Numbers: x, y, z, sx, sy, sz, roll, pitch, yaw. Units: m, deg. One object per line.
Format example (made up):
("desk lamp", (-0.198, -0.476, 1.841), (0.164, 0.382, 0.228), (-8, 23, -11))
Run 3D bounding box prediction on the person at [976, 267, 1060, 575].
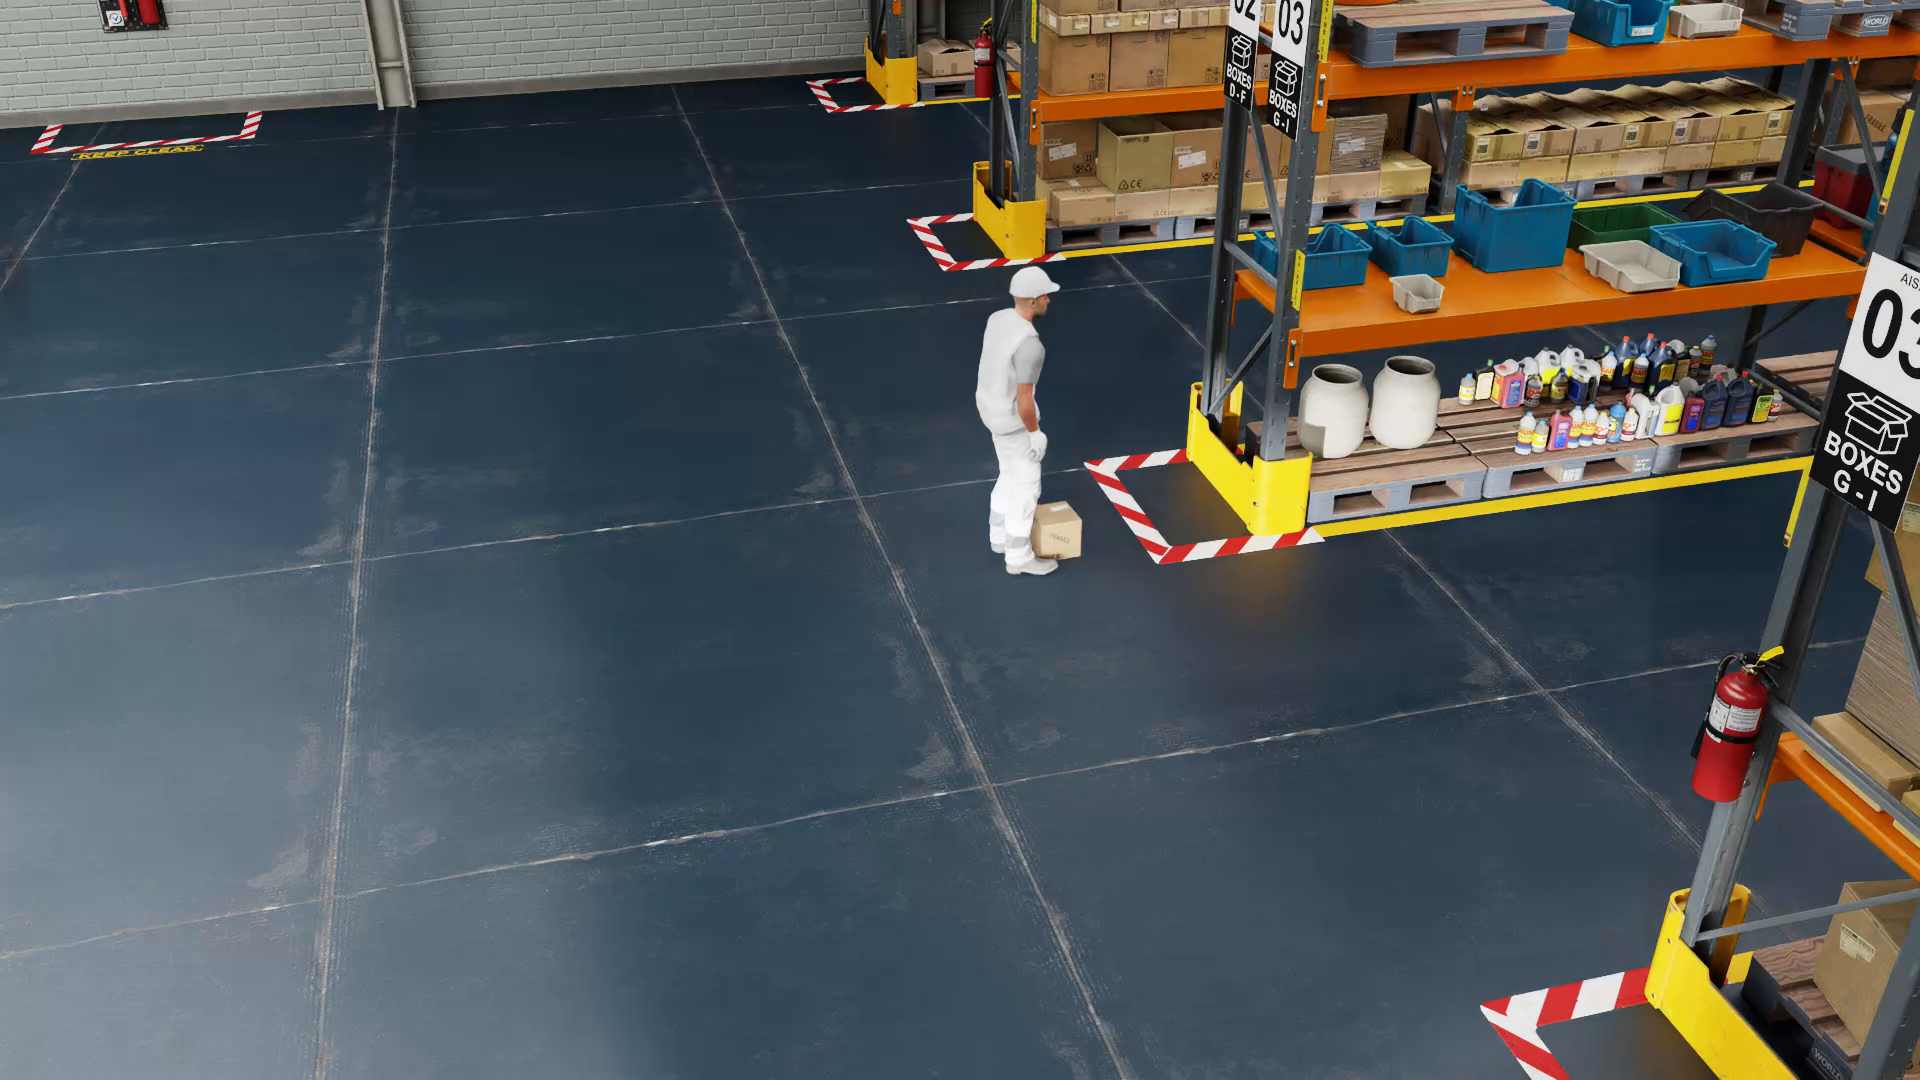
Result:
("person", (0.336, -0.681, 9.409), (0.454, 1.777, 0.607), (-9, 31, -16))
